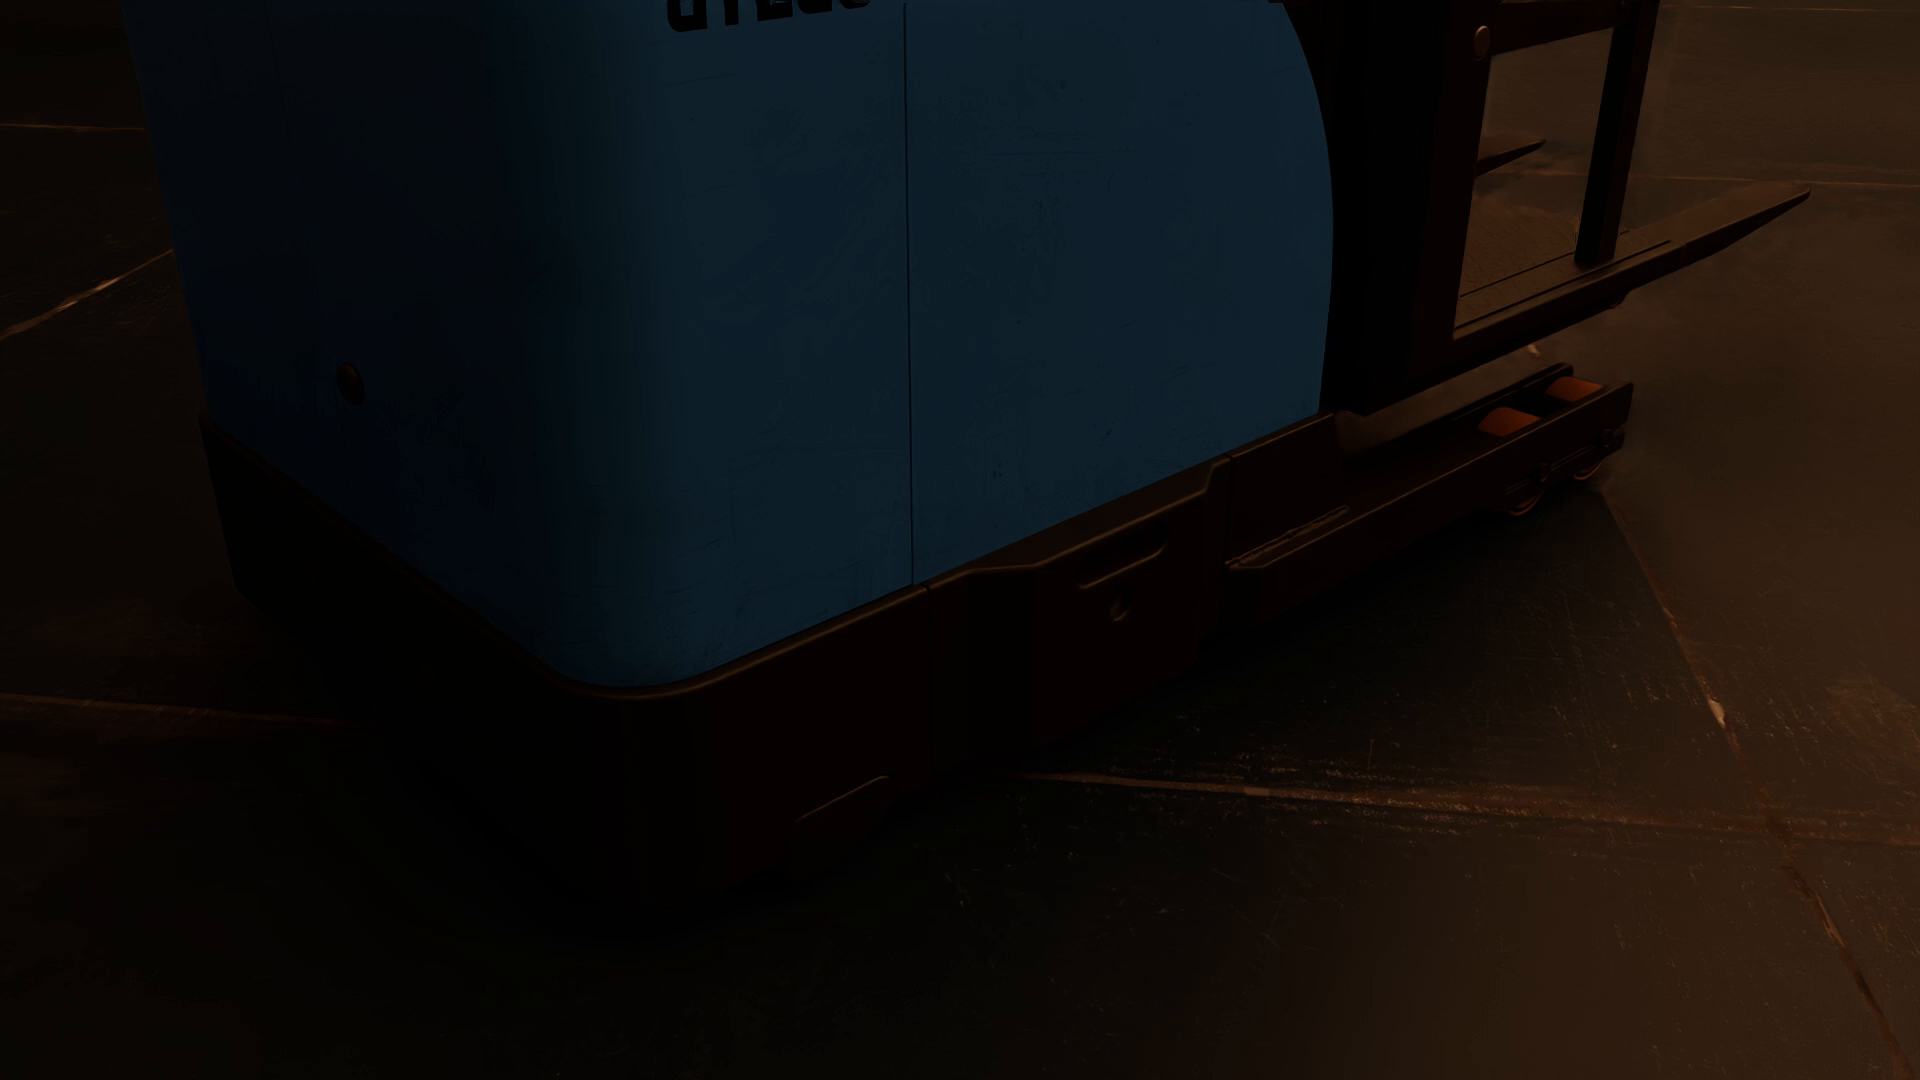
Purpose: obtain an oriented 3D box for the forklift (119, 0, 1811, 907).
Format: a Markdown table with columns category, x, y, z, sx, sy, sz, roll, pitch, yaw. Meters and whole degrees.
| category | x | y | z | sx | sy | sz | roll | pitch | yaw |
| --- | --- | --- | --- | --- | --- | --- | --- | --- | --- |
| forklift | 0.444 | -1.500 | 2.223 | 3.031 | 2.935 | 1.130 | -22 | 34 | -37 |
